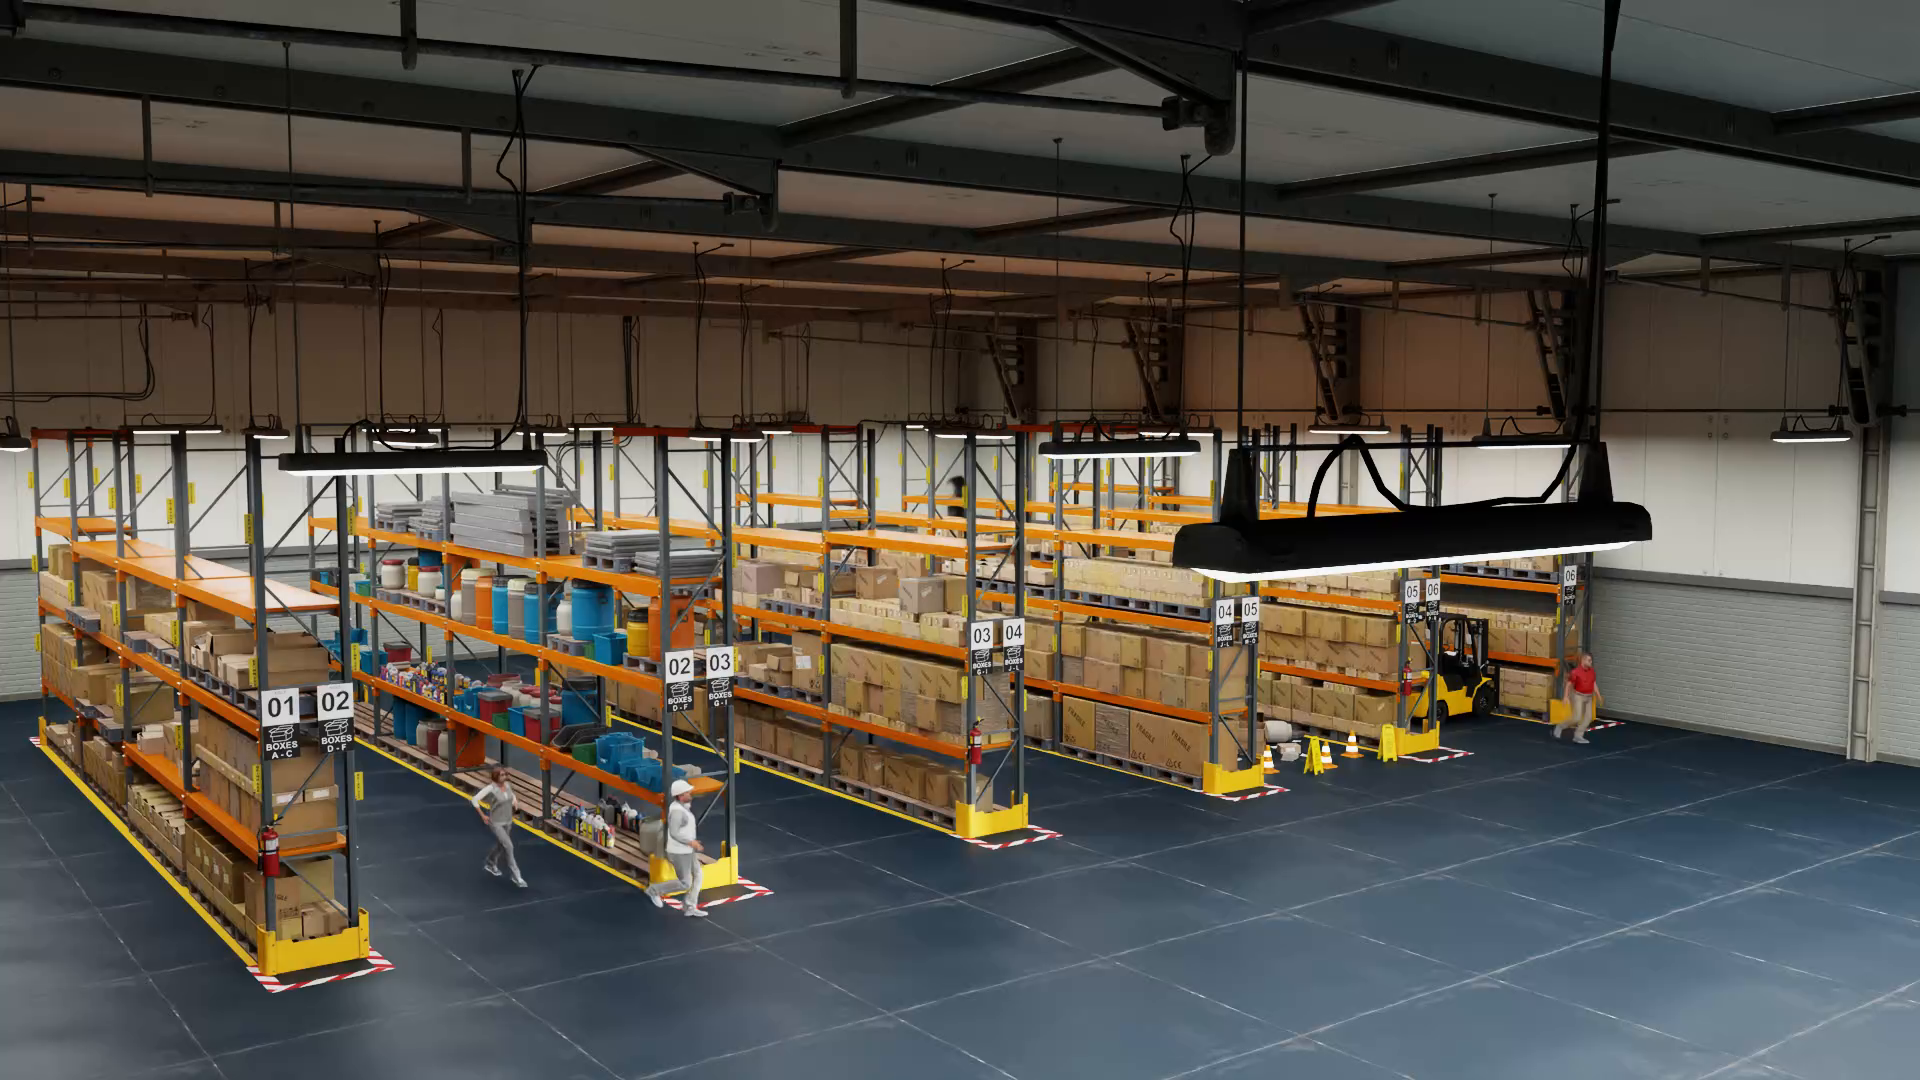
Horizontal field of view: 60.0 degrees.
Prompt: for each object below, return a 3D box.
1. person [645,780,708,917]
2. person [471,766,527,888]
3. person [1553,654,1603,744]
[{"bbox_3d":[-3.532,3.850,20.710,0.764,1.740,0.671,0,4,-2],"label":"person"},{"bbox_3d":[-6.139,3.796,22.083,0.780,1.614,0.607,3,5,30],"label":"person"},{"bbox_3d":[11.729,3.004,31.597,0.715,1.699,0.698,-3,5,-30],"label":"person"}]
